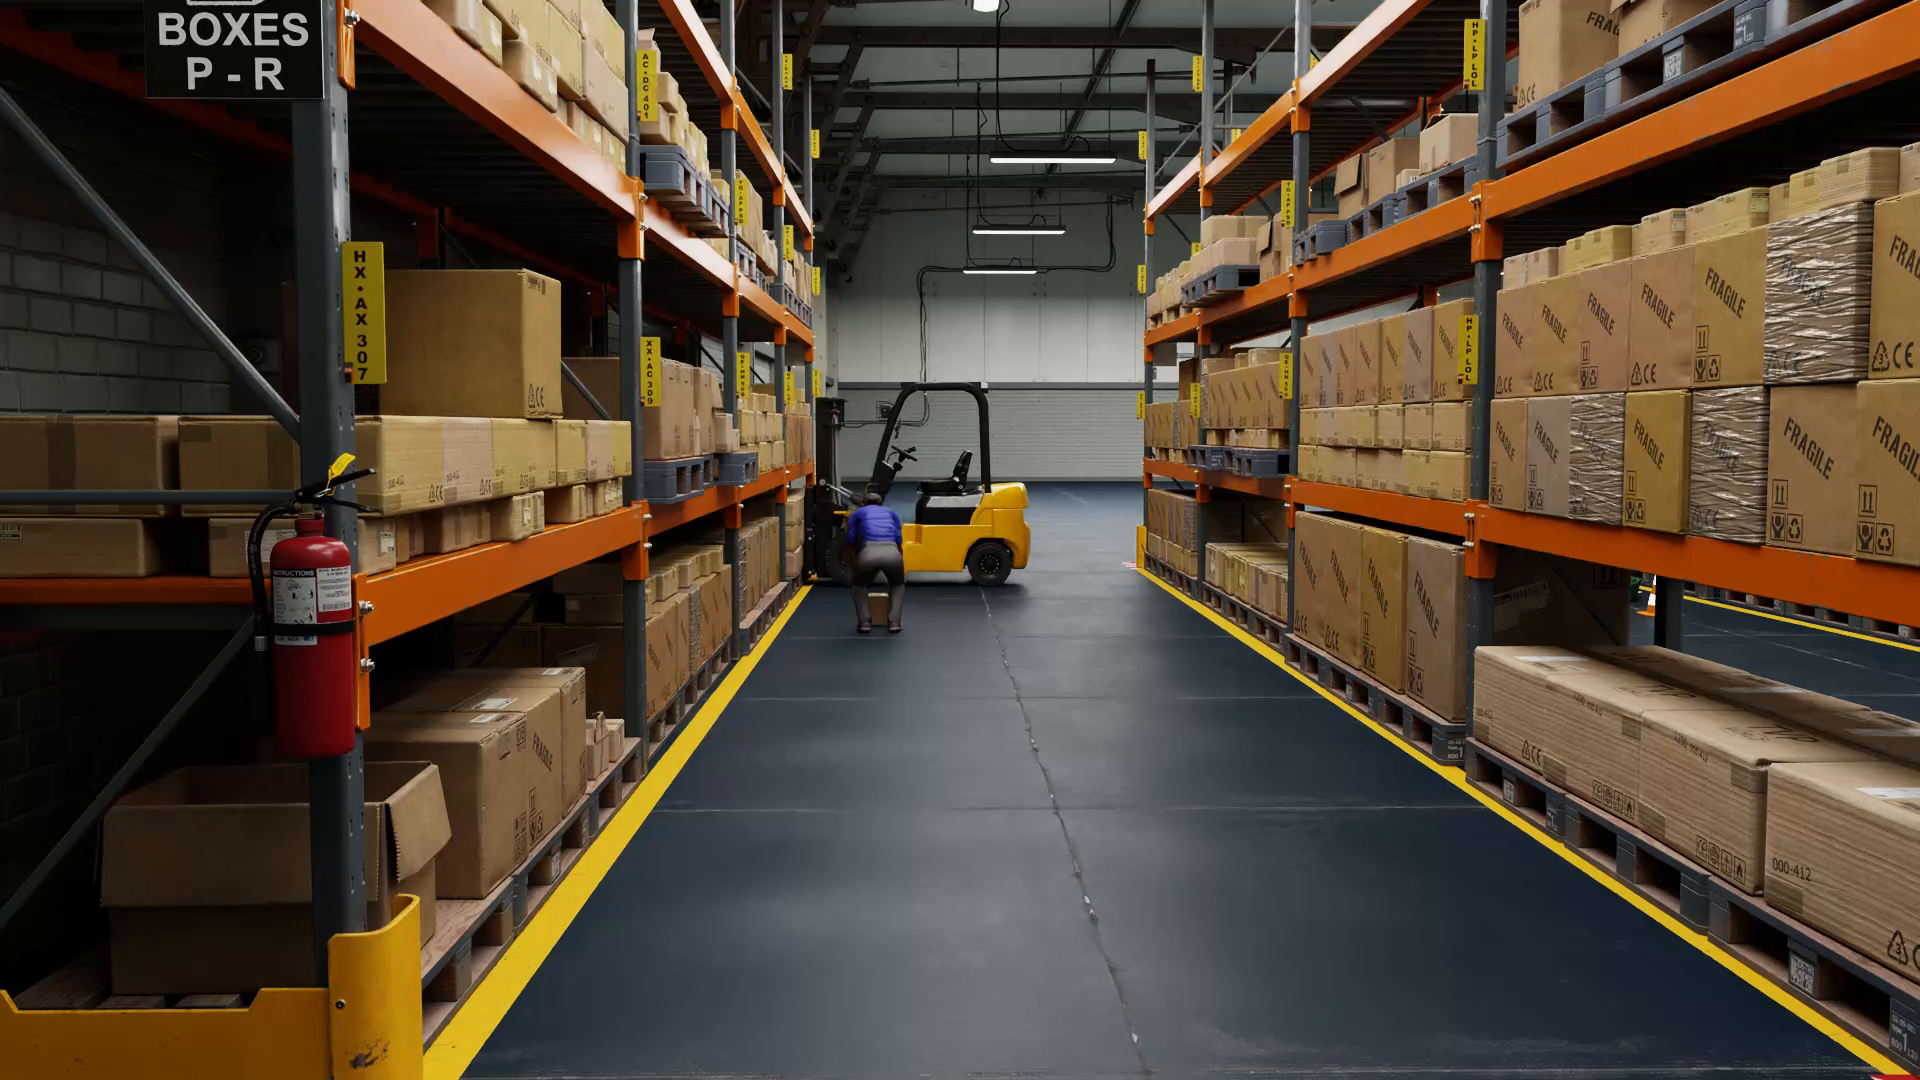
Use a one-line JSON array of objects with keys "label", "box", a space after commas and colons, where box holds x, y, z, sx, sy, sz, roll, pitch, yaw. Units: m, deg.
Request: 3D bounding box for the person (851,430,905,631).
[{"label": "person", "box": [-0.674, -0.076, 13.739, 0.441, 1.656, 0.503, 0, 4, -4]}]
